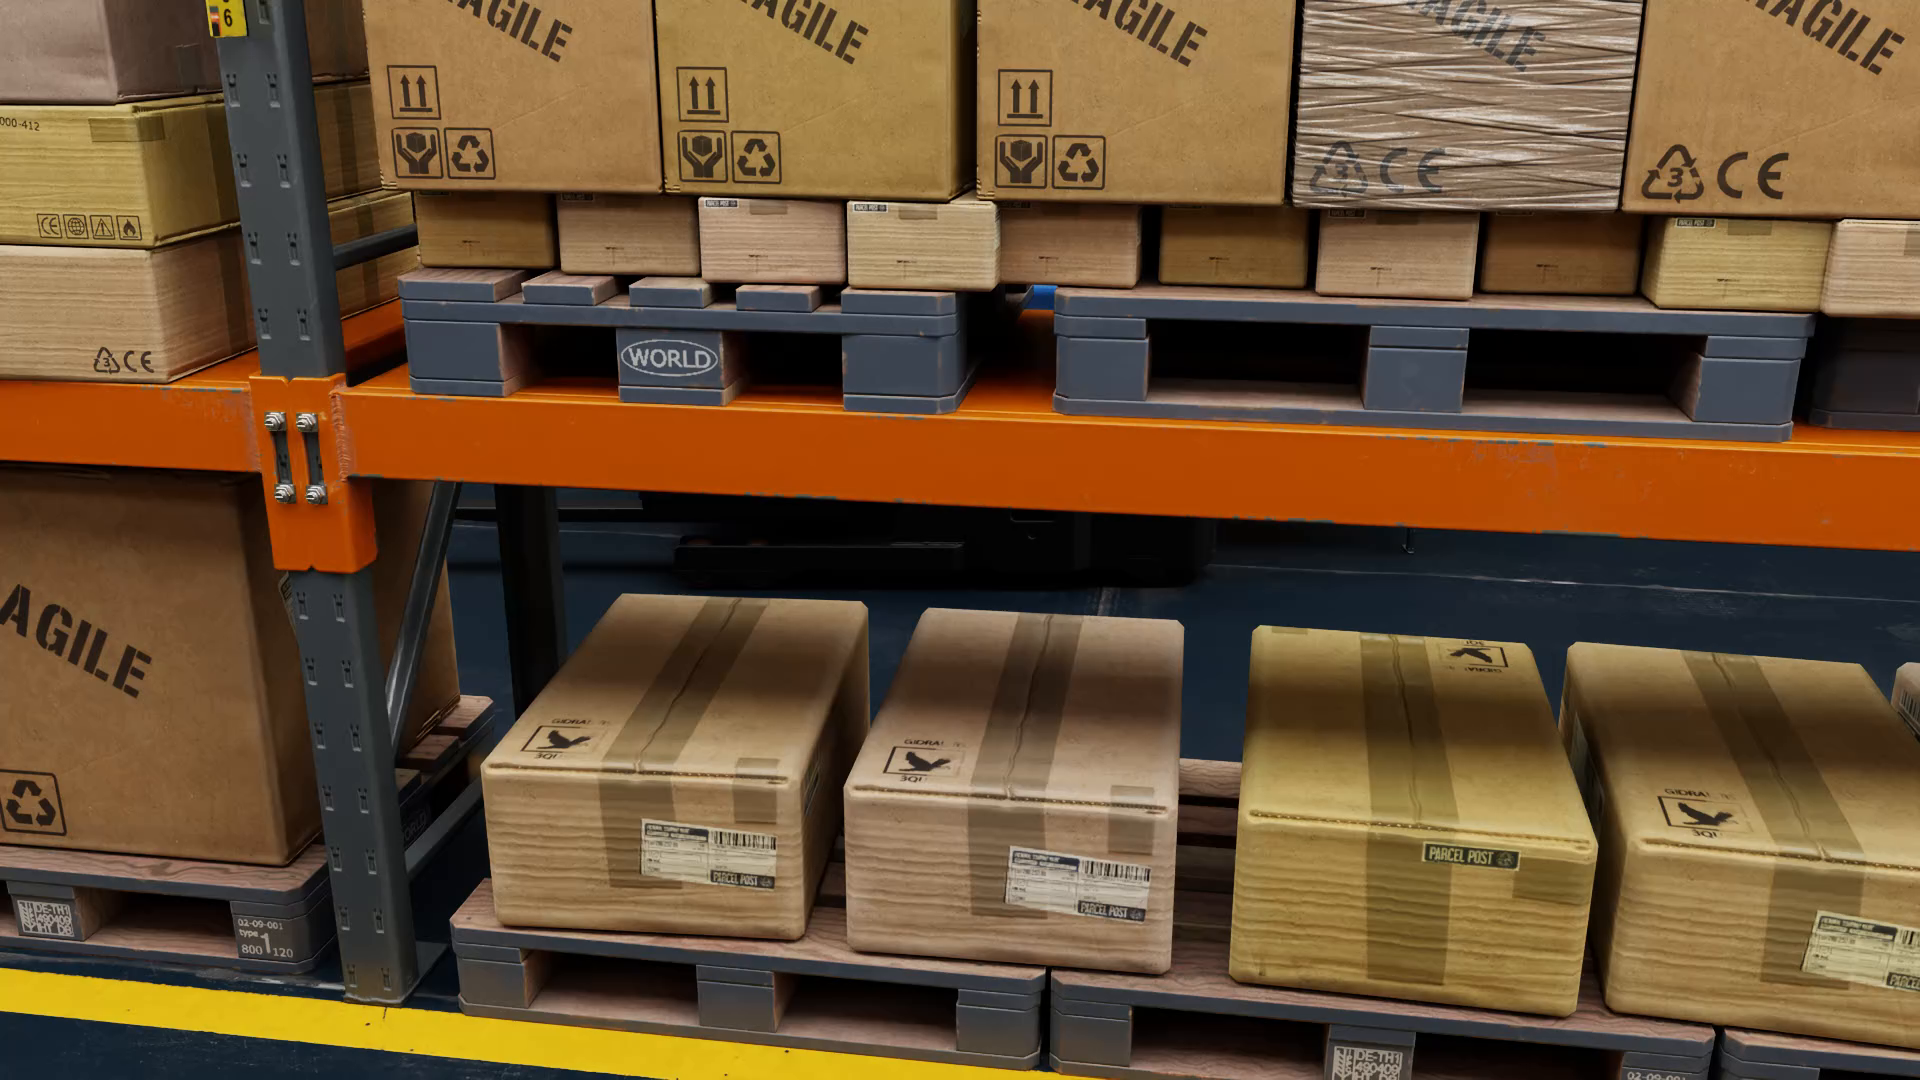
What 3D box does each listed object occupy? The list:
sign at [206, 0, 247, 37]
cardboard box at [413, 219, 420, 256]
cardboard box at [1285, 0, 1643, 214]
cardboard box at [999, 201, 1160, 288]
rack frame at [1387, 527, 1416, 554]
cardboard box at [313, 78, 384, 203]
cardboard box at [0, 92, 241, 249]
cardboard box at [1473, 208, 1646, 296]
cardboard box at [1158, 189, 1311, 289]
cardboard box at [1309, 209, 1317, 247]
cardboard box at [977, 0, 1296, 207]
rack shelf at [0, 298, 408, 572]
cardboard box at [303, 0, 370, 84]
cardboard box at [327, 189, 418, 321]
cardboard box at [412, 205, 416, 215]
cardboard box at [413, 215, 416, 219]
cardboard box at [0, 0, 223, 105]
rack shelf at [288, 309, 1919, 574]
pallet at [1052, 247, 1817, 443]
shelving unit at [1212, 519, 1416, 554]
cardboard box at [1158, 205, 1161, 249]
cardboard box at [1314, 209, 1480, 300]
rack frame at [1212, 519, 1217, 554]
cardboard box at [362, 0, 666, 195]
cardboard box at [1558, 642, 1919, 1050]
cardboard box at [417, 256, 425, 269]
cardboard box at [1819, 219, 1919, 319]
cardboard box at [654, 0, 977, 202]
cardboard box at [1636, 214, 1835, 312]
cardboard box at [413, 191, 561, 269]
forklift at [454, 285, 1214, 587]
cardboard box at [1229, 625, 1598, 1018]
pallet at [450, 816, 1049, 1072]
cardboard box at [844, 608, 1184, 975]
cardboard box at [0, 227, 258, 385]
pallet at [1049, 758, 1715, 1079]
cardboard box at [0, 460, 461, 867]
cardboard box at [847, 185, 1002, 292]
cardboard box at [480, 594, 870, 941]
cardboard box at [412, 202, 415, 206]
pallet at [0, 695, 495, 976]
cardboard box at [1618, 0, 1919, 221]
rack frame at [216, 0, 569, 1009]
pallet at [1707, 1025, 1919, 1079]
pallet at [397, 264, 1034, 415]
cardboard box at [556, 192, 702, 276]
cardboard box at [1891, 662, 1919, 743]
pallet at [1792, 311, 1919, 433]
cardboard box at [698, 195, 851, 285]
[{"bbox_3d":[-1.217,-0.993,2.718,0.005,0.325,0.100,3,19,9],"label":"sign"},{"bbox_3d":[-2.687,-1.548,8.458,0.250,0.149,0.380,4,19,11],"label":"cardboard box"},{"bbox_3d":[0.809,-0.834,2.780,0.500,0.500,0.500,2,19,7],"label":"cardboard box"},{"bbox_3d":[0.215,-0.562,2.990,0.250,0.149,0.380,4,19,12],"label":"cardboard box"},{"bbox_3d":[1.667,-0.722,6.096,0.023,1.500,0.400,0,18,1],"label":"rack frame"},{"bbox_3d":[-1.593,-0.887,3.674,0.500,0.250,0.500,3,19,8],"label":"cardboard box"},{"bbox_3d":[-1.651,-0.728,3.201,0.500,0.250,0.500,3,19,8],"label":"cardboard box"},{"bbox_3d":[1.017,-0.537,2.915,0.250,0.149,0.380,2,19,7],"label":"cardboard box"},{"bbox_3d":[0.500,-0.560,2.984,0.250,0.149,0.380,4,19,11],"label":"cardboard box"},{"bbox_3d":[0.771,-0.702,3.407,0.250,0.149,0.380,2,19,7],"label":"cardboard box"},{"bbox_3d":[0.316,-0.862,2.863,0.500,0.500,0.500,3,19,10],"label":"cardboard box"},{"bbox_3d":[-3.107,-0.377,3.837,4.000,0.370,1.077,3,19,9],"label":"rack shelf"},{"bbox_3d":[-1.580,-1.241,3.551,0.500,0.500,0.500,2,19,7],"label":"cardboard box"},{"bbox_3d":[-1.575,-0.650,3.755,0.500,0.250,0.500,3,19,8],"label":"cardboard box"},{"bbox_3d":[-2.866,-1.711,8.945,0.250,0.149,0.380,3,19,10],"label":"cardboard box"},{"bbox_3d":[-2.931,-1.561,8.498,0.250,0.149,0.380,3,19,9],"label":"cardboard box"},{"bbox_3d":[-1.684,-1.083,3.080,0.500,0.500,0.500,2,19,7],"label":"cardboard box"},{"bbox_3d":[0.843,-0.176,3.235,4.000,0.370,1.077,3,19,9],"label":"rack shelf"},{"bbox_3d":[0.829,-0.440,3.193,1.213,0.211,1.003,3,19,9],"label":"pallet"},{"bbox_3d":[1.302,-0.723,6.100,0.755,1.500,0.431,0,18,1],"label":"shelving unit"},{"bbox_3d":[0.510,-0.689,3.368,0.250,0.149,0.380,3,19,9],"label":"cardboard box"},{"bbox_3d":[0.747,-0.527,2.884,0.250,0.149,0.380,4,19,10],"label":"cardboard box"},{"bbox_3d":[0.936,-0.725,6.105,0.023,1.500,0.400,0,18,1],"label":"rack frame"},{"bbox_3d":[-0.725,-0.910,3.008,0.500,0.500,0.500,2,19,7],"label":"cardboard box"},{"bbox_3d":[1.589,0.570,3.352,0.625,0.372,0.950,4,19,12],"label":"cardboard box"},{"bbox_3d":[-2.837,-1.243,8.568,0.500,0.500,0.500,2,19,7],"label":"cardboard box"},{"bbox_3d":[1.496,-0.468,2.709,0.250,0.149,0.380,3,19,9],"label":"cardboard box"},{"bbox_3d":[-0.209,-0.886,2.936,0.500,0.500,0.500,4,19,11],"label":"cardboard box"},{"bbox_3d":[1.260,-0.492,2.779,0.250,0.149,0.380,3,19,9],"label":"cardboard box"},{"bbox_3d":[-0.841,-0.623,3.172,0.250,0.149,0.380,2,19,5],"label":"cardboard box"},{"bbox_3d":[-0.623,-1.392,5.845,3.031,2.935,1.130,0,19,1],"label":"forklift"},{"bbox_3d":[0.902,0.535,3.455,0.625,0.372,0.950,4,19,10],"label":"cardboard box"},{"bbox_3d":[-0.361,0.744,3.746,1.213,0.211,1.003,3,19,9],"label":"pallet"},{"bbox_3d":[0.154,0.495,3.575,0.625,0.372,0.950,3,19,8],"label":"cardboard box"},{"bbox_3d":[-1.673,-0.491,3.279,0.500,0.250,0.500,2,19,7],"label":"cardboard box"},{"bbox_3d":[0.840,0.807,3.560,1.213,0.211,1.003,3,19,9],"label":"pallet"},{"bbox_3d":[-1.801,0.130,3.874,0.875,0.875,0.875,3,19,8],"label":"cardboard box"},{"bbox_3d":[-0.036,-0.550,2.953,0.250,0.149,0.380,3,19,9],"label":"cardboard box"},{"bbox_3d":[-0.576,0.461,3.678,0.625,0.372,0.950,2,19,5],"label":"cardboard box"},{"bbox_3d":[-3.130,-1.742,9.037,0.250,0.149,0.380,2,19,6],"label":"cardboard box"},{"bbox_3d":[-1.899,0.641,4.054,1.213,0.211,1.003,3,19,9],"label":"pallet"},{"bbox_3d":[1.326,-0.808,2.702,0.500,0.500,0.500,4,19,11],"label":"cardboard box"},{"bbox_3d":[-1.132,-0.618,3.422,0.127,3.000,1.000,3,19,9],"label":"rack frame"},{"bbox_3d":[2.048,0.867,3.379,1.213,0.211,1.003,3,19,9],"label":"pallet"},{"bbox_3d":[-0.412,-0.524,3.445,1.003,0.211,1.213,3,19,9],"label":"pallet"},{"bbox_3d":[-0.567,-0.598,3.098,0.250,0.149,0.380,2,19,5],"label":"cardboard box"},{"bbox_3d":[2.299,0.605,3.247,0.625,0.372,0.950,3,19,9],"label":"cardboard box"},{"bbox_3d":[2.086,-0.409,3.102,1.213,0.211,1.003,3,19,9],"label":"pallet"},{"bbox_3d":[-0.304,-0.570,3.014,0.250,0.149,0.380,2,19,5],"label":"cardboard box"}]
